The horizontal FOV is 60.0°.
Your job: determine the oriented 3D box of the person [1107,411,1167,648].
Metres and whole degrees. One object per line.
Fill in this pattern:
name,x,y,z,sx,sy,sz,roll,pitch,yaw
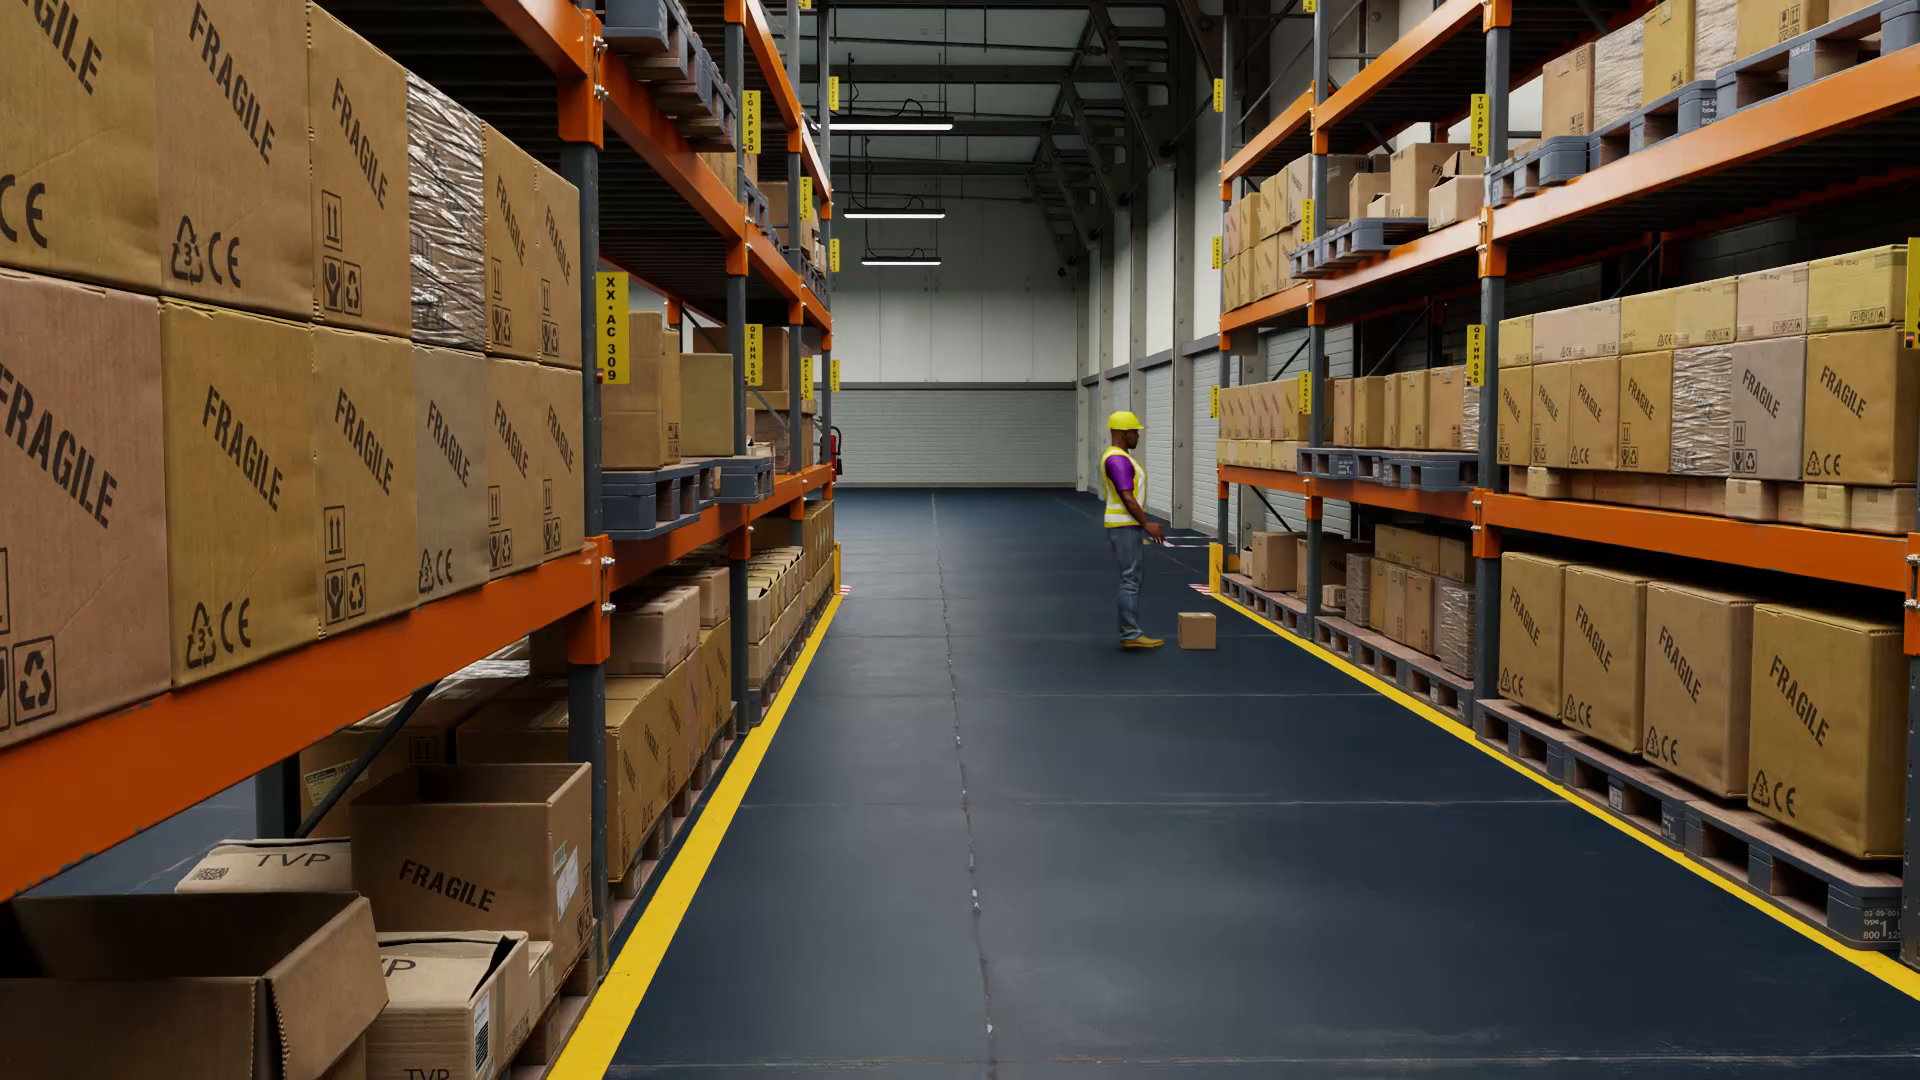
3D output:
person,1.333,-0.087,12.531,0.455,1.771,0.575,0,4,4
